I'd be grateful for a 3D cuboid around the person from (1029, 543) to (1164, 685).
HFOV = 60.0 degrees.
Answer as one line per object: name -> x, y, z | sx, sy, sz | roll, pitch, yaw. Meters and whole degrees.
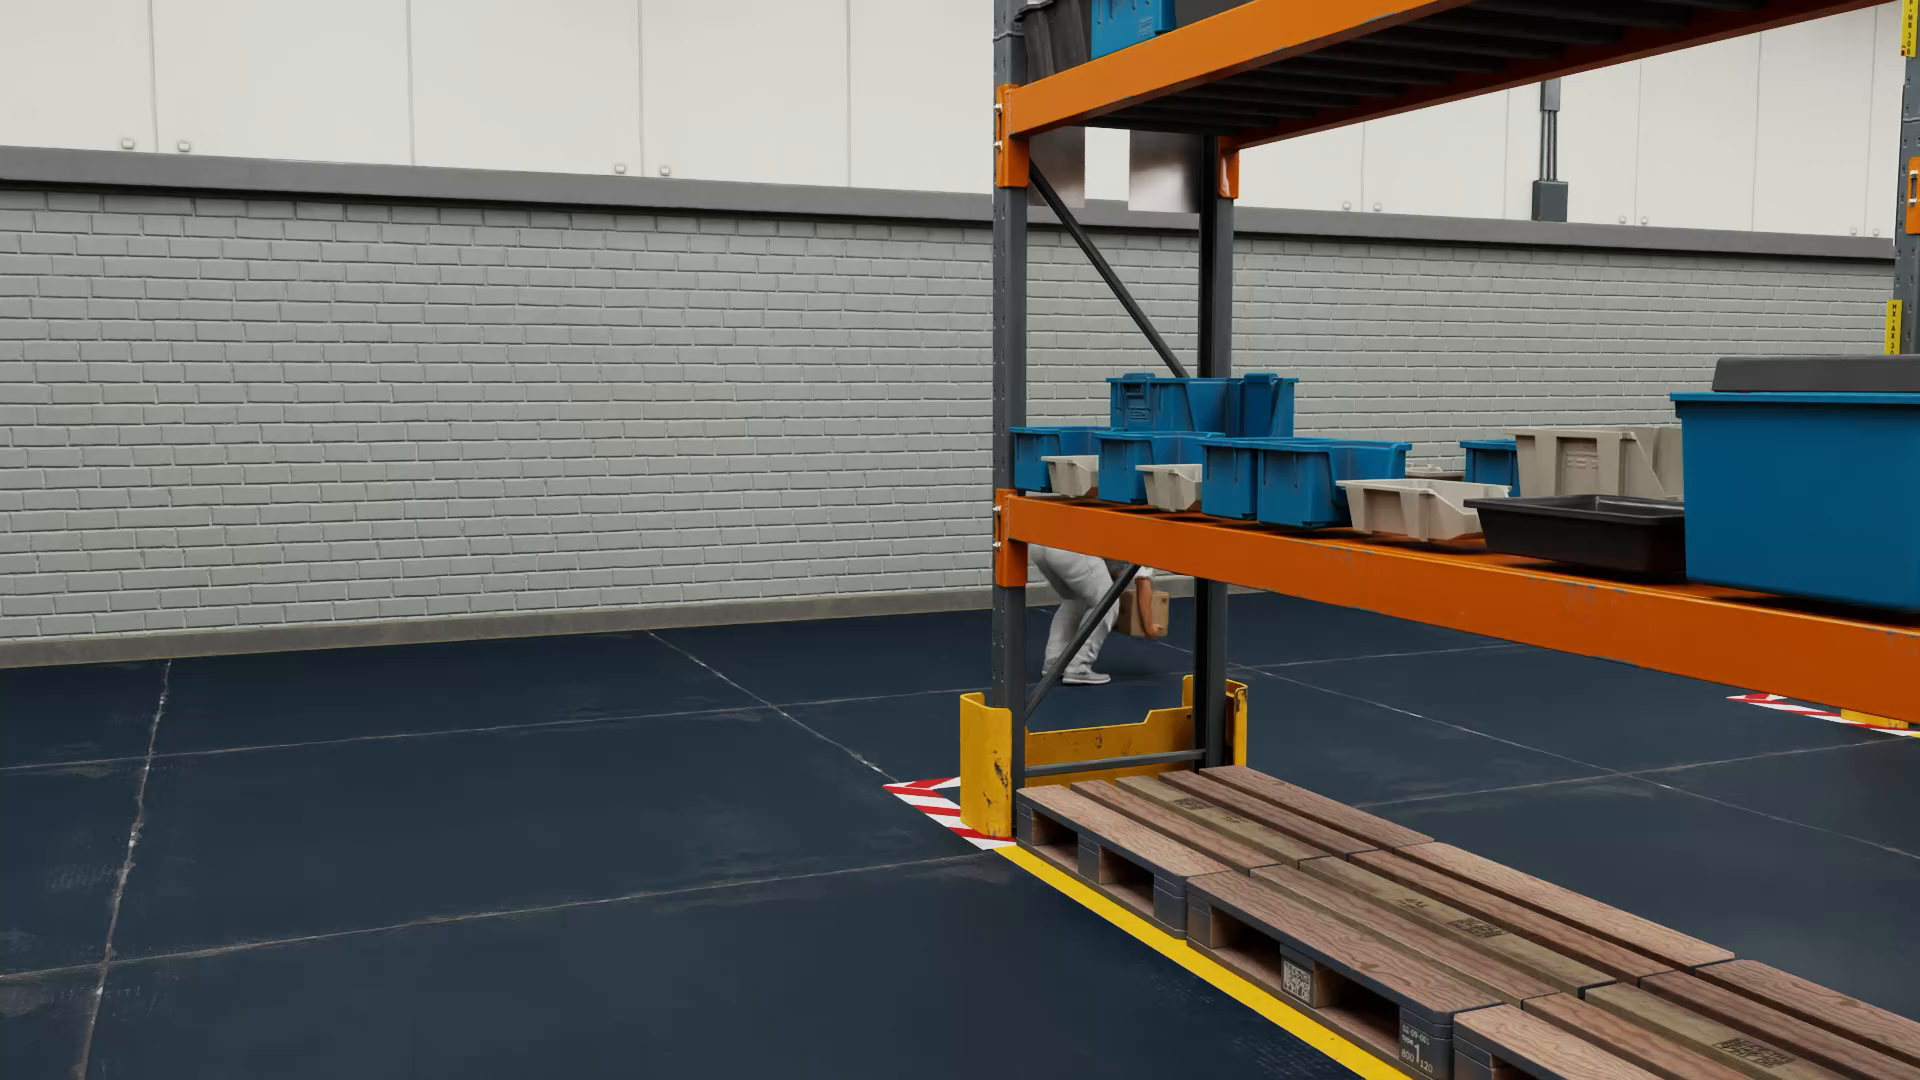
person -> 0.853, 0.290, 9.722 | 0.952, 1.048, 0.482 | -3, 6, -26
